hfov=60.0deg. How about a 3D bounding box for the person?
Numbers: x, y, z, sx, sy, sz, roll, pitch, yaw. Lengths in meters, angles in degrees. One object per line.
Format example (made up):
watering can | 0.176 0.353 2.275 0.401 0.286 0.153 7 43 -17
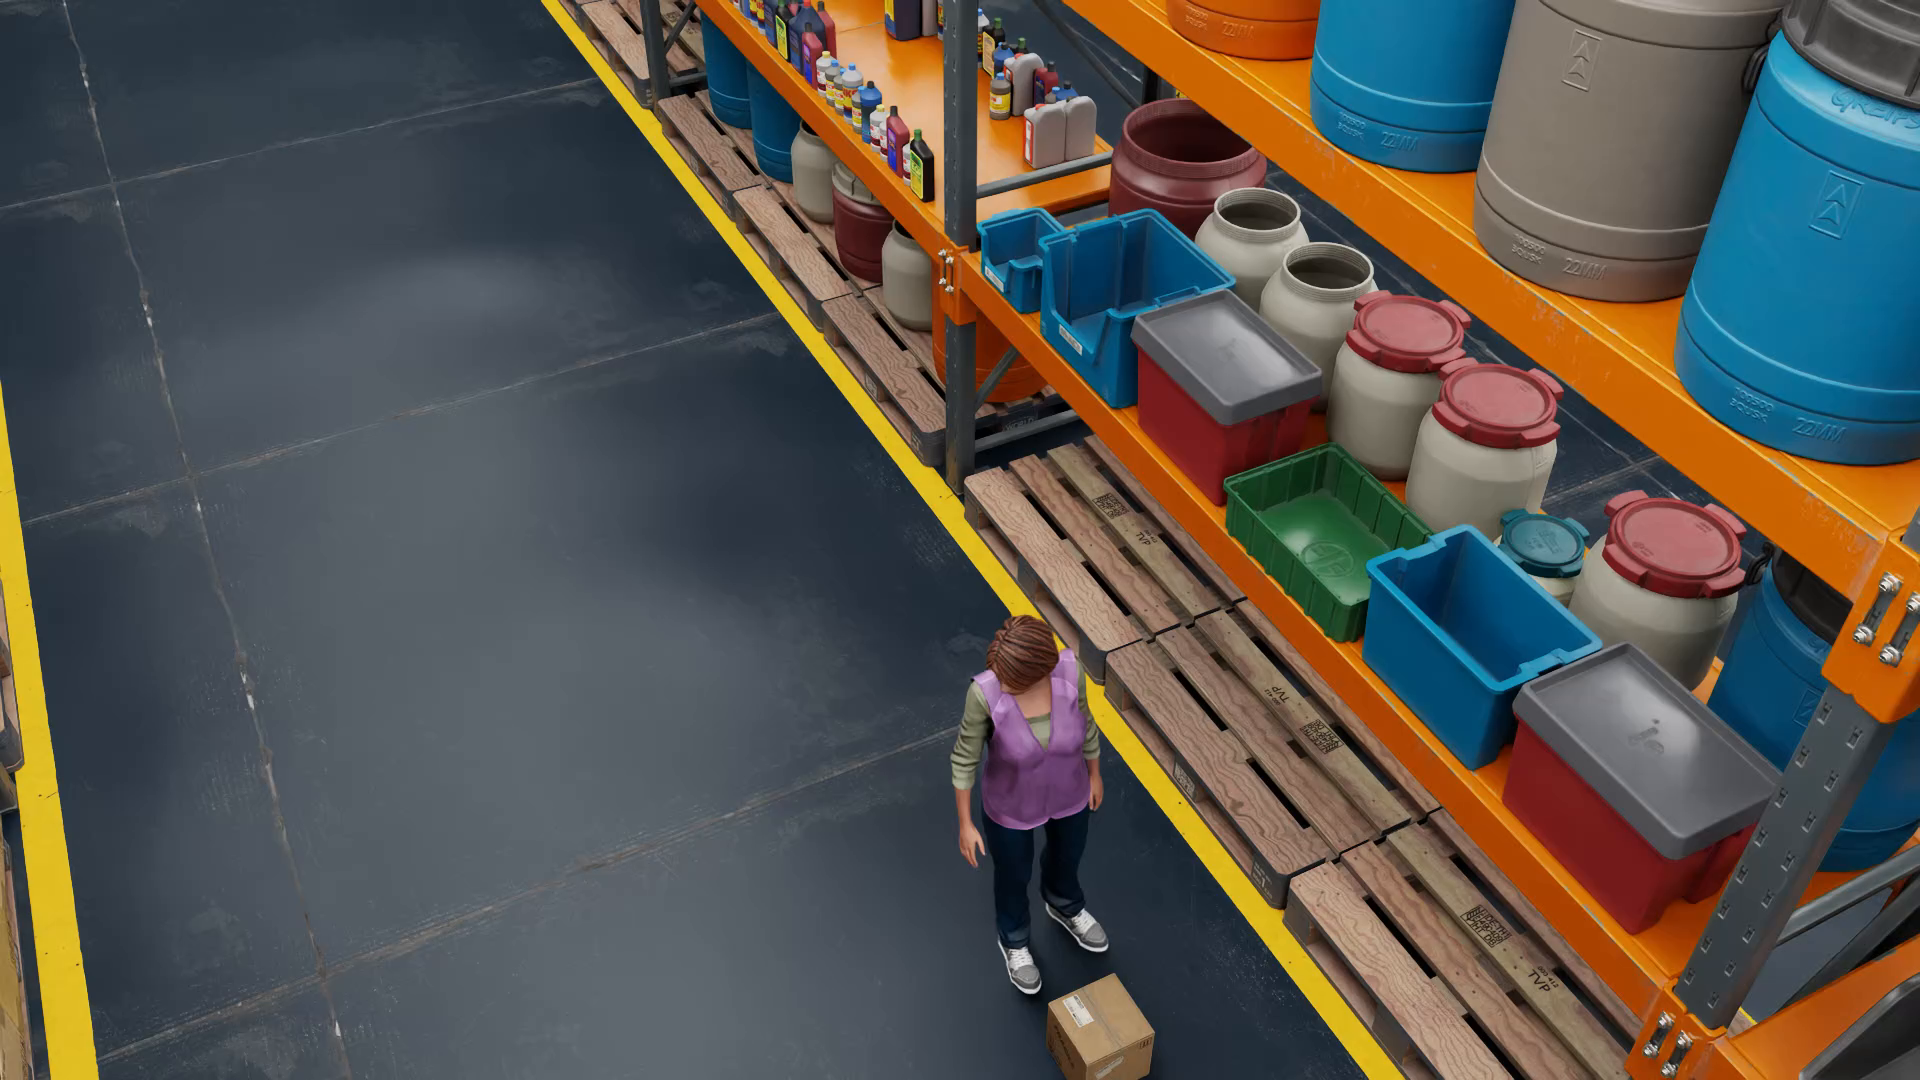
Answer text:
person | 0.236 0.833 5.219 0.547 1.604 0.348 -15 44 -16
